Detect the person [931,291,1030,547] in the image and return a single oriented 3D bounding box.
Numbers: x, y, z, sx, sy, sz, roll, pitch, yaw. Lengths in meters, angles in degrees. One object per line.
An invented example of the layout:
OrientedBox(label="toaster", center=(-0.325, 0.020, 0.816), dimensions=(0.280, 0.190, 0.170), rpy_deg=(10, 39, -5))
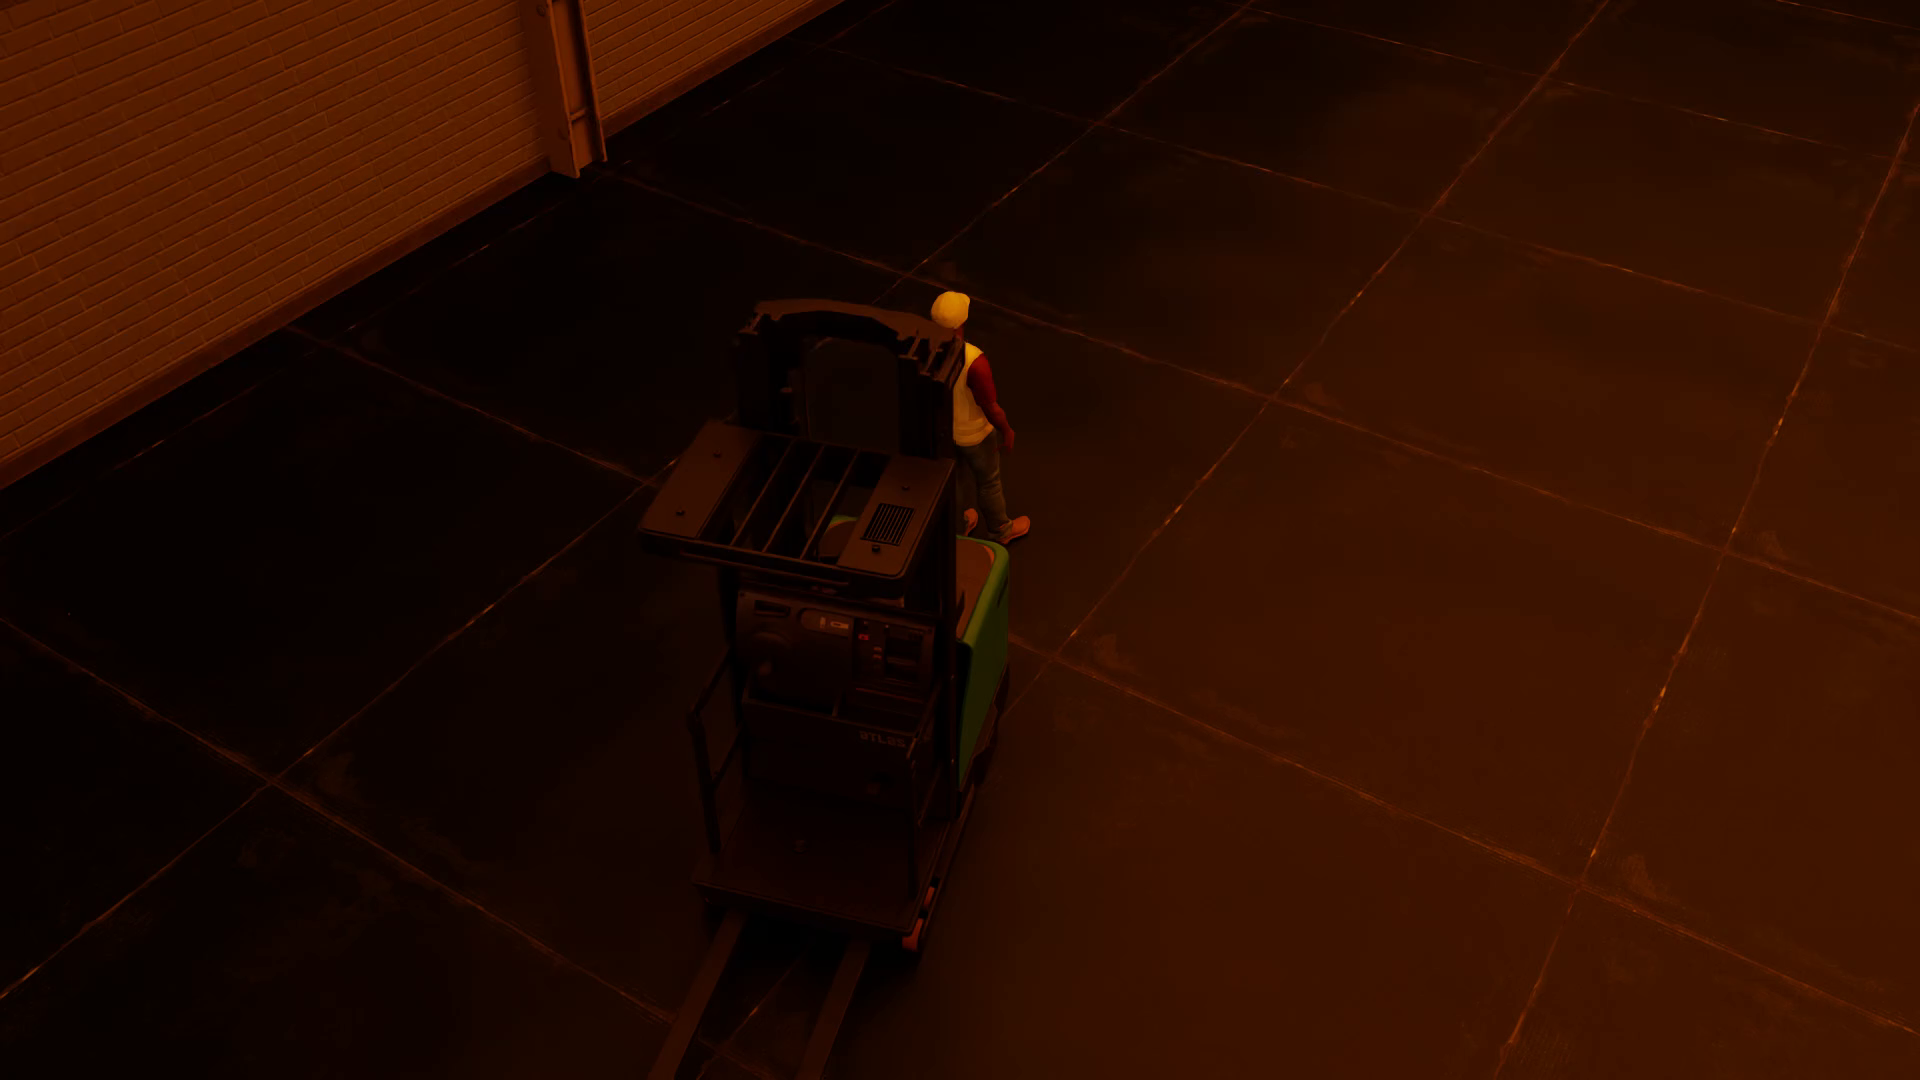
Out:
OrientedBox(label="person", center=(0.042, -0.715, 9.700), dimensions=(0.665, 1.765, 0.577), rpy_deg=(22, 45, 24))

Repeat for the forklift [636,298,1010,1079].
OrientedBox(label="forklift", center=(-0.620, 0.554, 7.313), dimensions=(1.130, 2.935, 3.031), rpy_deg=(10, 41, 12))
